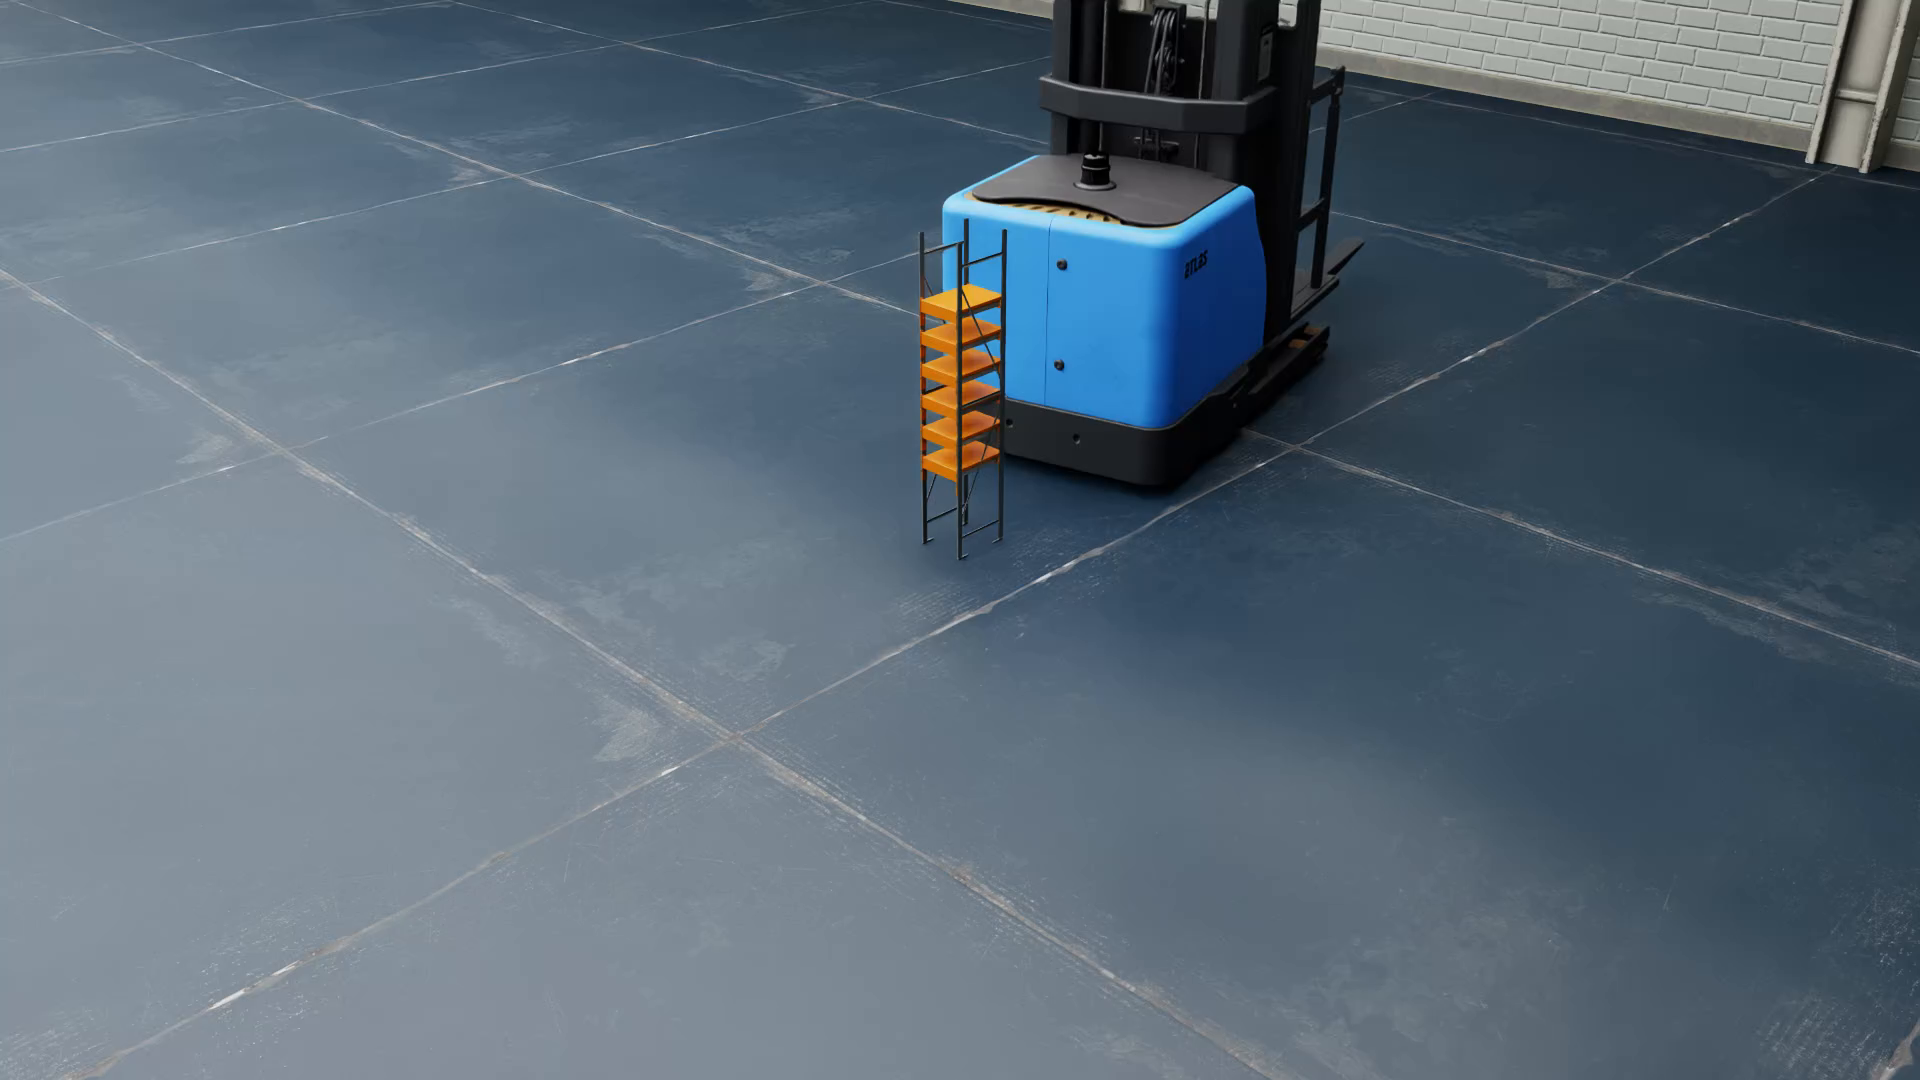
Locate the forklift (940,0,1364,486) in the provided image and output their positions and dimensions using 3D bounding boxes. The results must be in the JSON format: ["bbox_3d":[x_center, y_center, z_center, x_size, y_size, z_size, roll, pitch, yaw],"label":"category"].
[{"bbox_3d":[1.089,-2.159,7.206,1.130,2.935,3.031,15,31,26],"label":"forklift"}]

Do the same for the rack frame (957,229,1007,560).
[{"bbox_3d":[0.076,-0.496,5.905,0.006,1.200,0.240,25,36,38],"label":"rack frame"}]

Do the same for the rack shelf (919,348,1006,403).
[{"bbox_3d":[0.010,-0.593,5.927,0.180,0.103,0.258,25,36,38],"label":"rack shelf"}]

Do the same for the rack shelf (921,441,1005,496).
[{"bbox_3d":[0.010,-0.275,6.094,0.180,0.103,0.258,25,36,38],"label":"rack shelf"}]

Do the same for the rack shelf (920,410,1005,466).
[{"bbox_3d":[0.010,-0.381,6.038,0.180,0.103,0.258,25,36,38],"label":"rack shelf"}]

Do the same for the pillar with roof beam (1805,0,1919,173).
[{"bbox_3d":[2.822,-5.042,6.170,0.400,9.000,9.100,25,36,38],"label":"pillar with roof beam"}]

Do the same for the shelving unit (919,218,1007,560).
[{"bbox_3d":[0.010,-0.526,5.962,0.189,1.200,0.258,25,36,38],"label":"shelving unit"}]

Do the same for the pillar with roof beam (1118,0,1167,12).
[{"bbox_3d":[-1.456,-7.000,9.893,0.400,9.000,9.100,25,36,38],"label":"pillar with roof beam"}]

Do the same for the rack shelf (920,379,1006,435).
[{"bbox_3d":[0.010,-0.487,5.982,0.180,0.103,0.258,25,36,38],"label":"rack shelf"}]

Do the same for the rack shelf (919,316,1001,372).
[{"bbox_3d":[0.010,-0.699,5.871,0.180,0.103,0.258,25,36,38],"label":"rack shelf"}]

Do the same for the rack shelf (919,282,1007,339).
[{"bbox_3d":[0.010,-0.806,5.815,0.180,0.103,0.258,25,36,38],"label":"rack shelf"}]

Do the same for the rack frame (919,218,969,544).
[{"bbox_3d":[-0.055,-0.556,6.019,0.006,1.200,0.240,25,36,38],"label":"rack frame"}]
